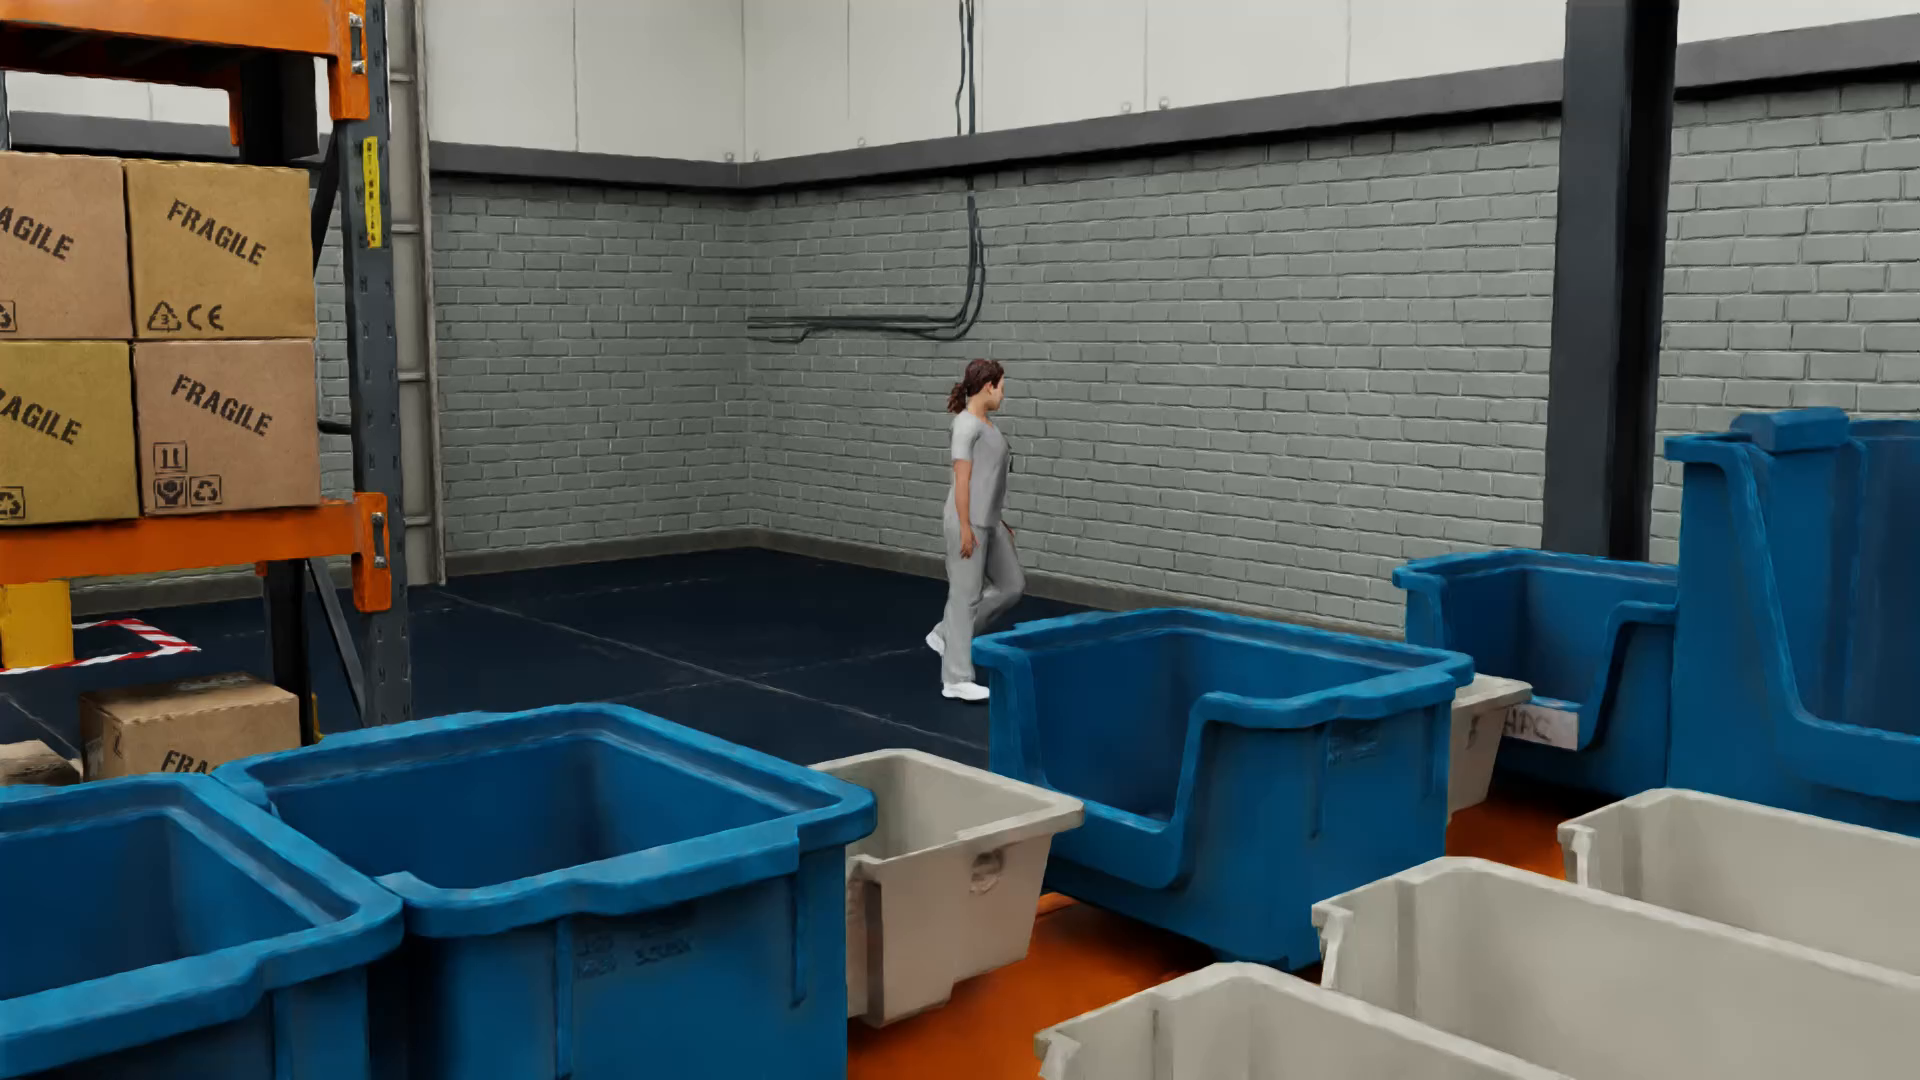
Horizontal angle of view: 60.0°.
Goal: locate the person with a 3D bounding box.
[{"bbox_3d":[0.041,-0.071,8.262,0.501,1.660,0.538,3,8,21],"label":"person"}]
